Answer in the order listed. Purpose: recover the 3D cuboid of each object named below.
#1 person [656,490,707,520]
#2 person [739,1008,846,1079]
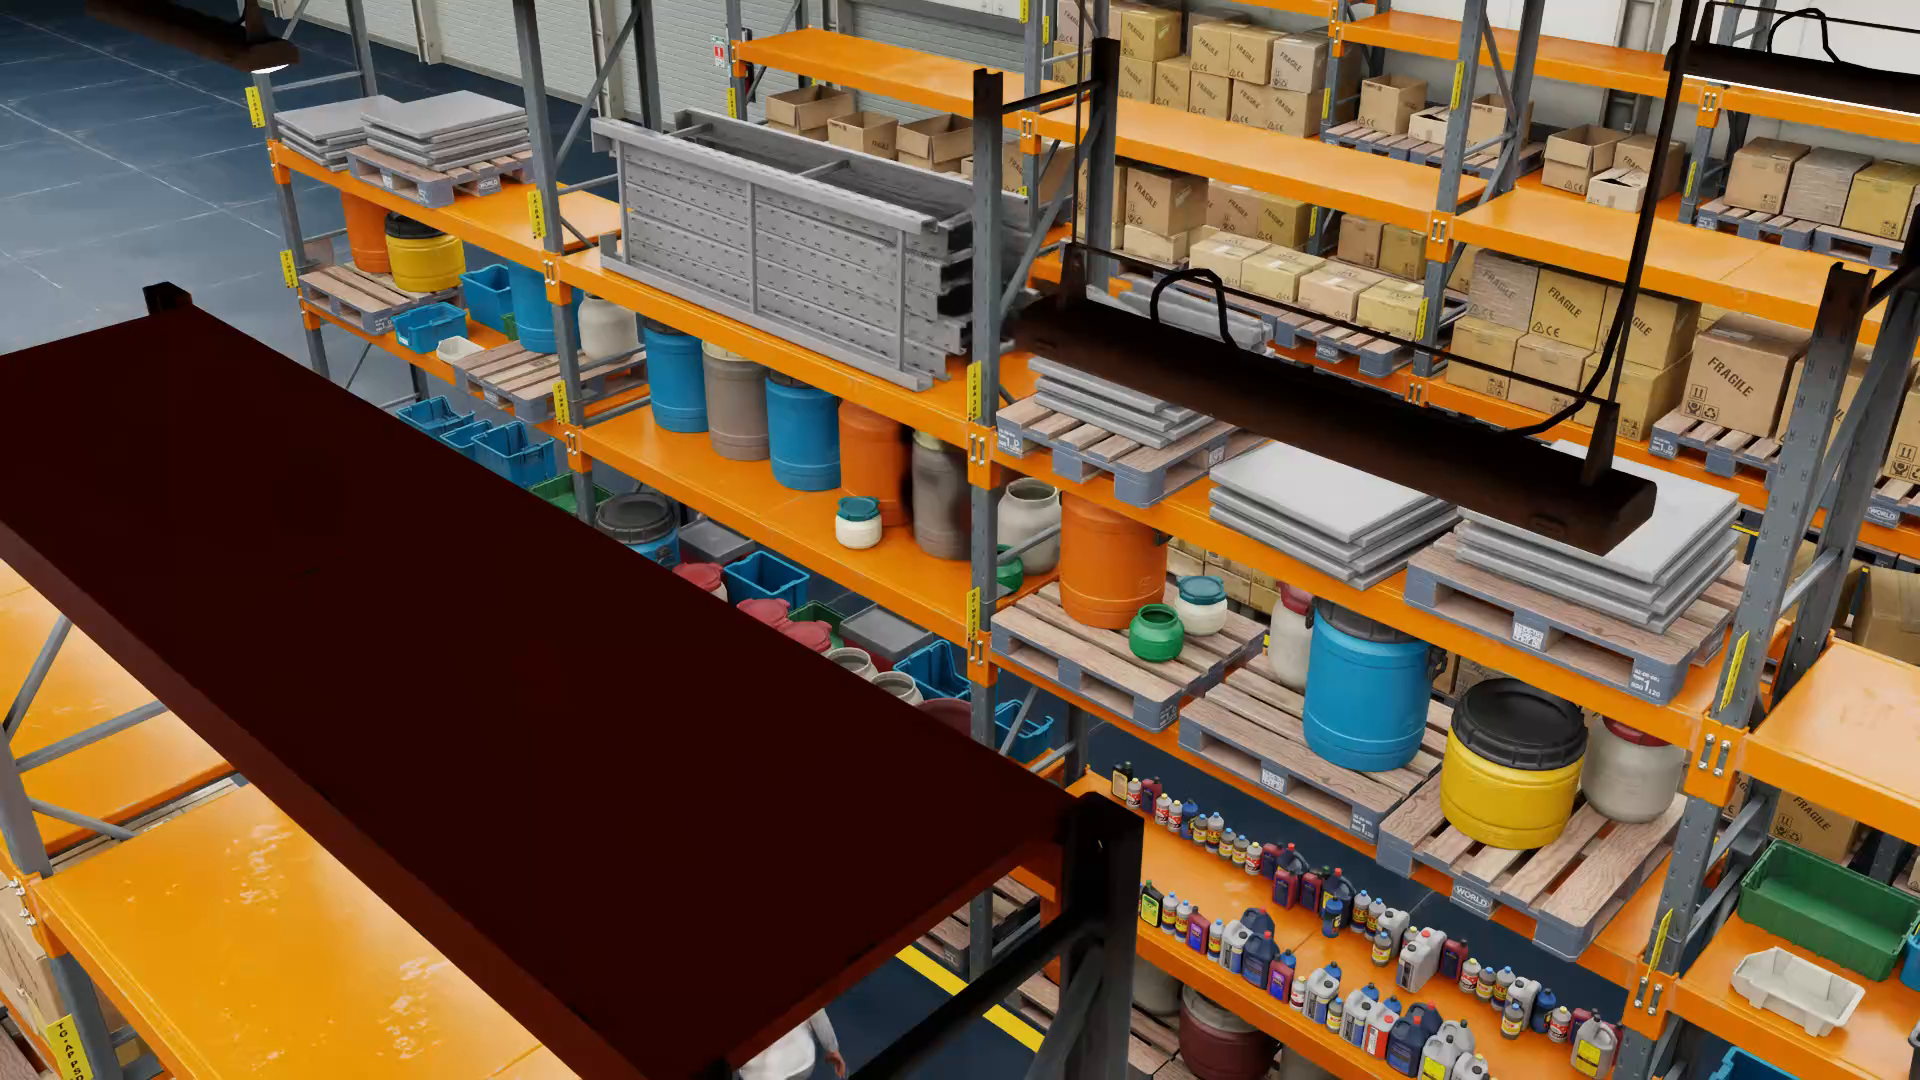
[{"bbox_3d":[-2.778,-0.990,16.296,0.881,1.623,0.570,7,30,12],"label":"person"},{"bbox_3d":[-1.050,2.915,9.292,0.651,1.713,0.736,-19,34,-30],"label":"person"}]
